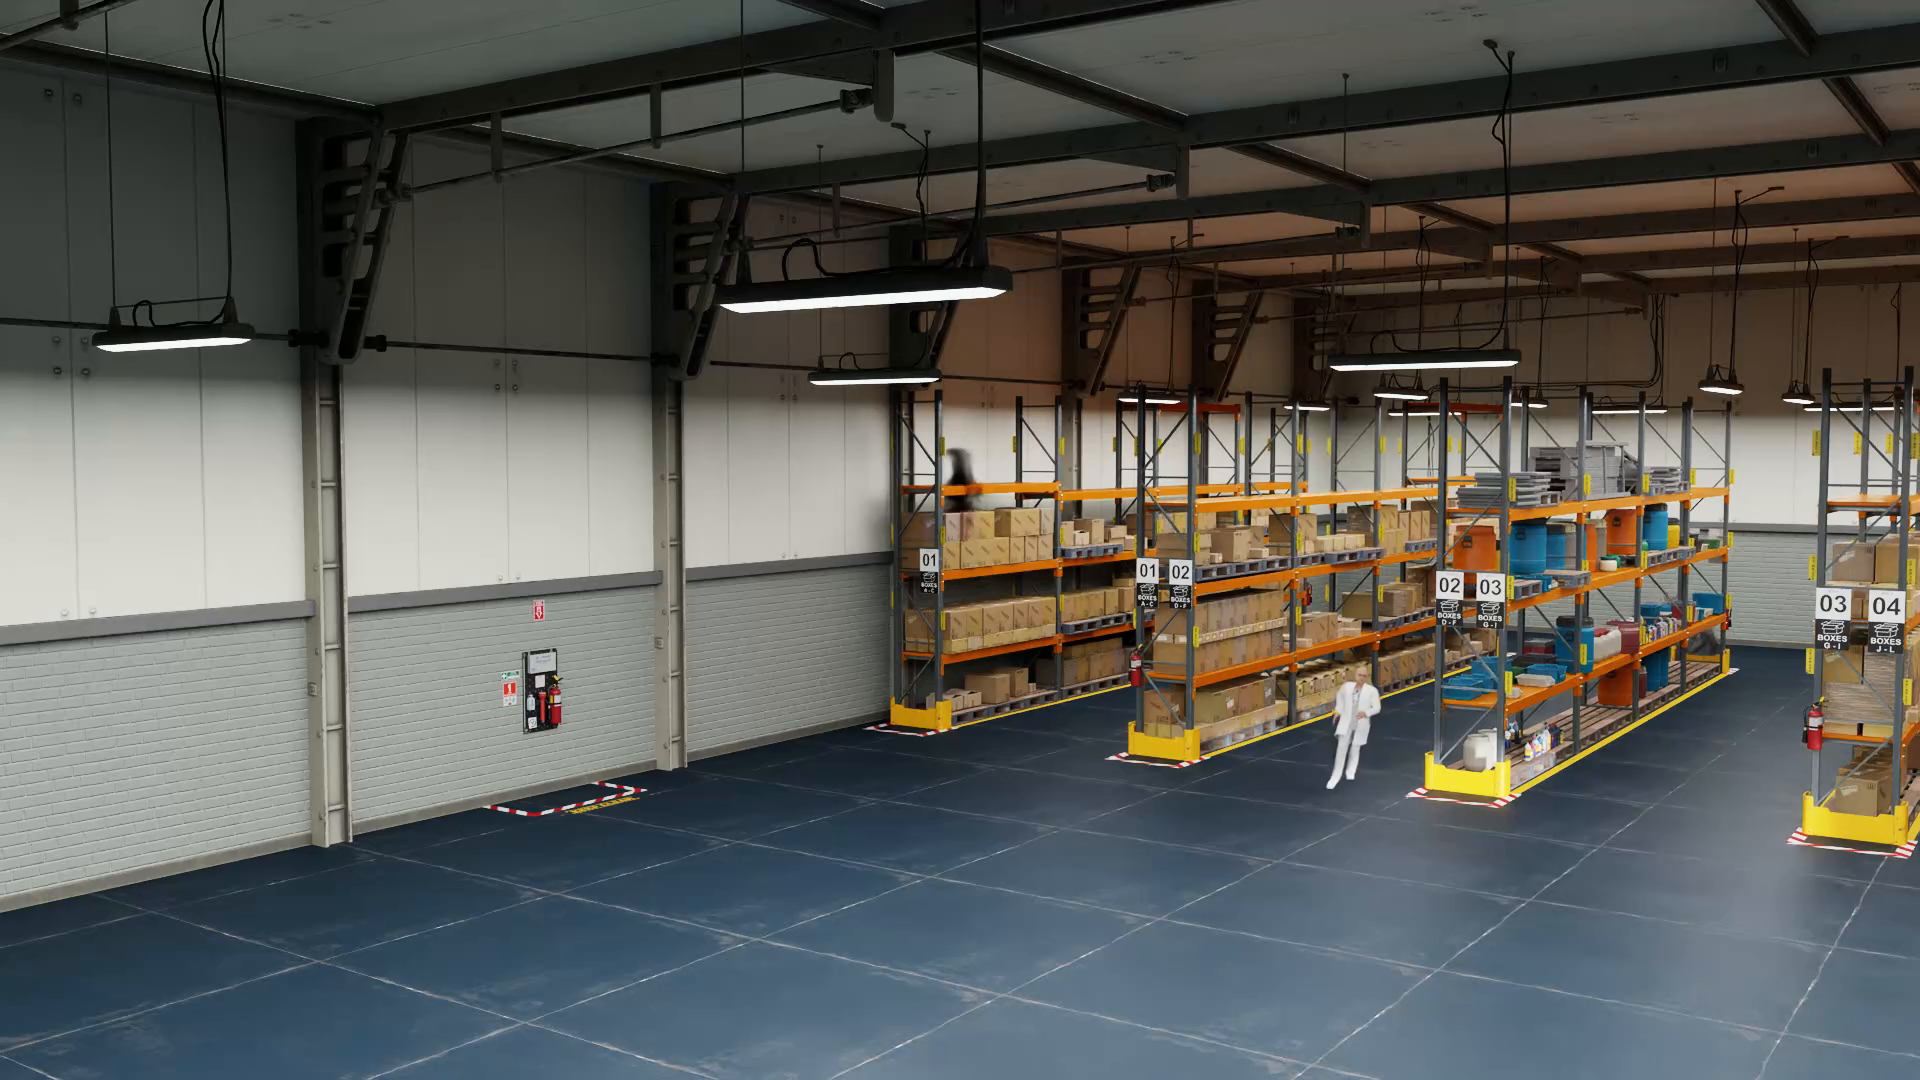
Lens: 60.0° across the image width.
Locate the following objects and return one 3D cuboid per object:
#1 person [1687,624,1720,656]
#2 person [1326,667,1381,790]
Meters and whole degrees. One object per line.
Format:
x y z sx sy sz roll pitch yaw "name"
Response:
17.024 2.060 38.014 0.827 1.664 0.564 2 4 34 "person"
5.790 2.729 24.393 0.742 1.758 0.910 1 3 17 "person"
